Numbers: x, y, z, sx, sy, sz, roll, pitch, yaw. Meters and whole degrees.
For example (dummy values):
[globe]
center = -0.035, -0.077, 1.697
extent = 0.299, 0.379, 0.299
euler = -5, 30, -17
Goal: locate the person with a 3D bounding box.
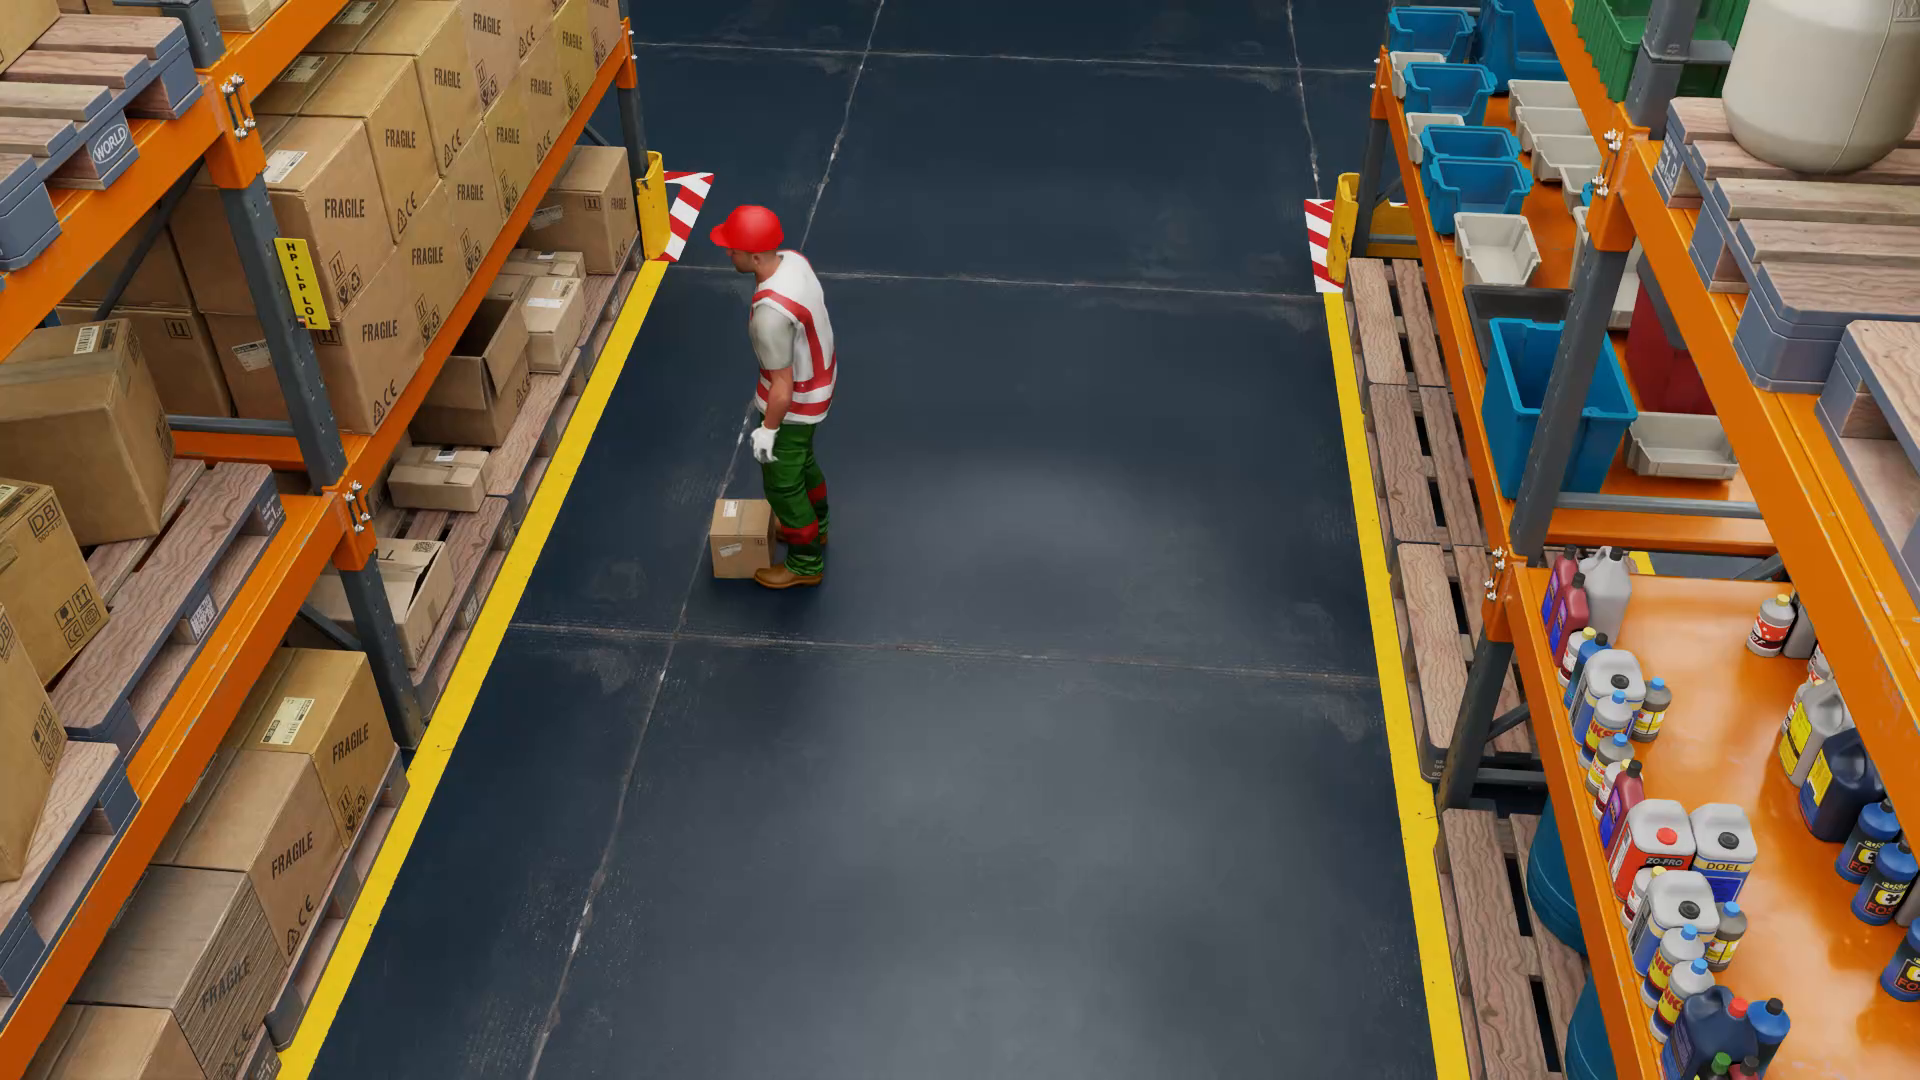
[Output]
[person]
center = -0.729, -0.580, 6.843
extent = 0.448, 1.780, 0.608
euler = 3, 40, 4
